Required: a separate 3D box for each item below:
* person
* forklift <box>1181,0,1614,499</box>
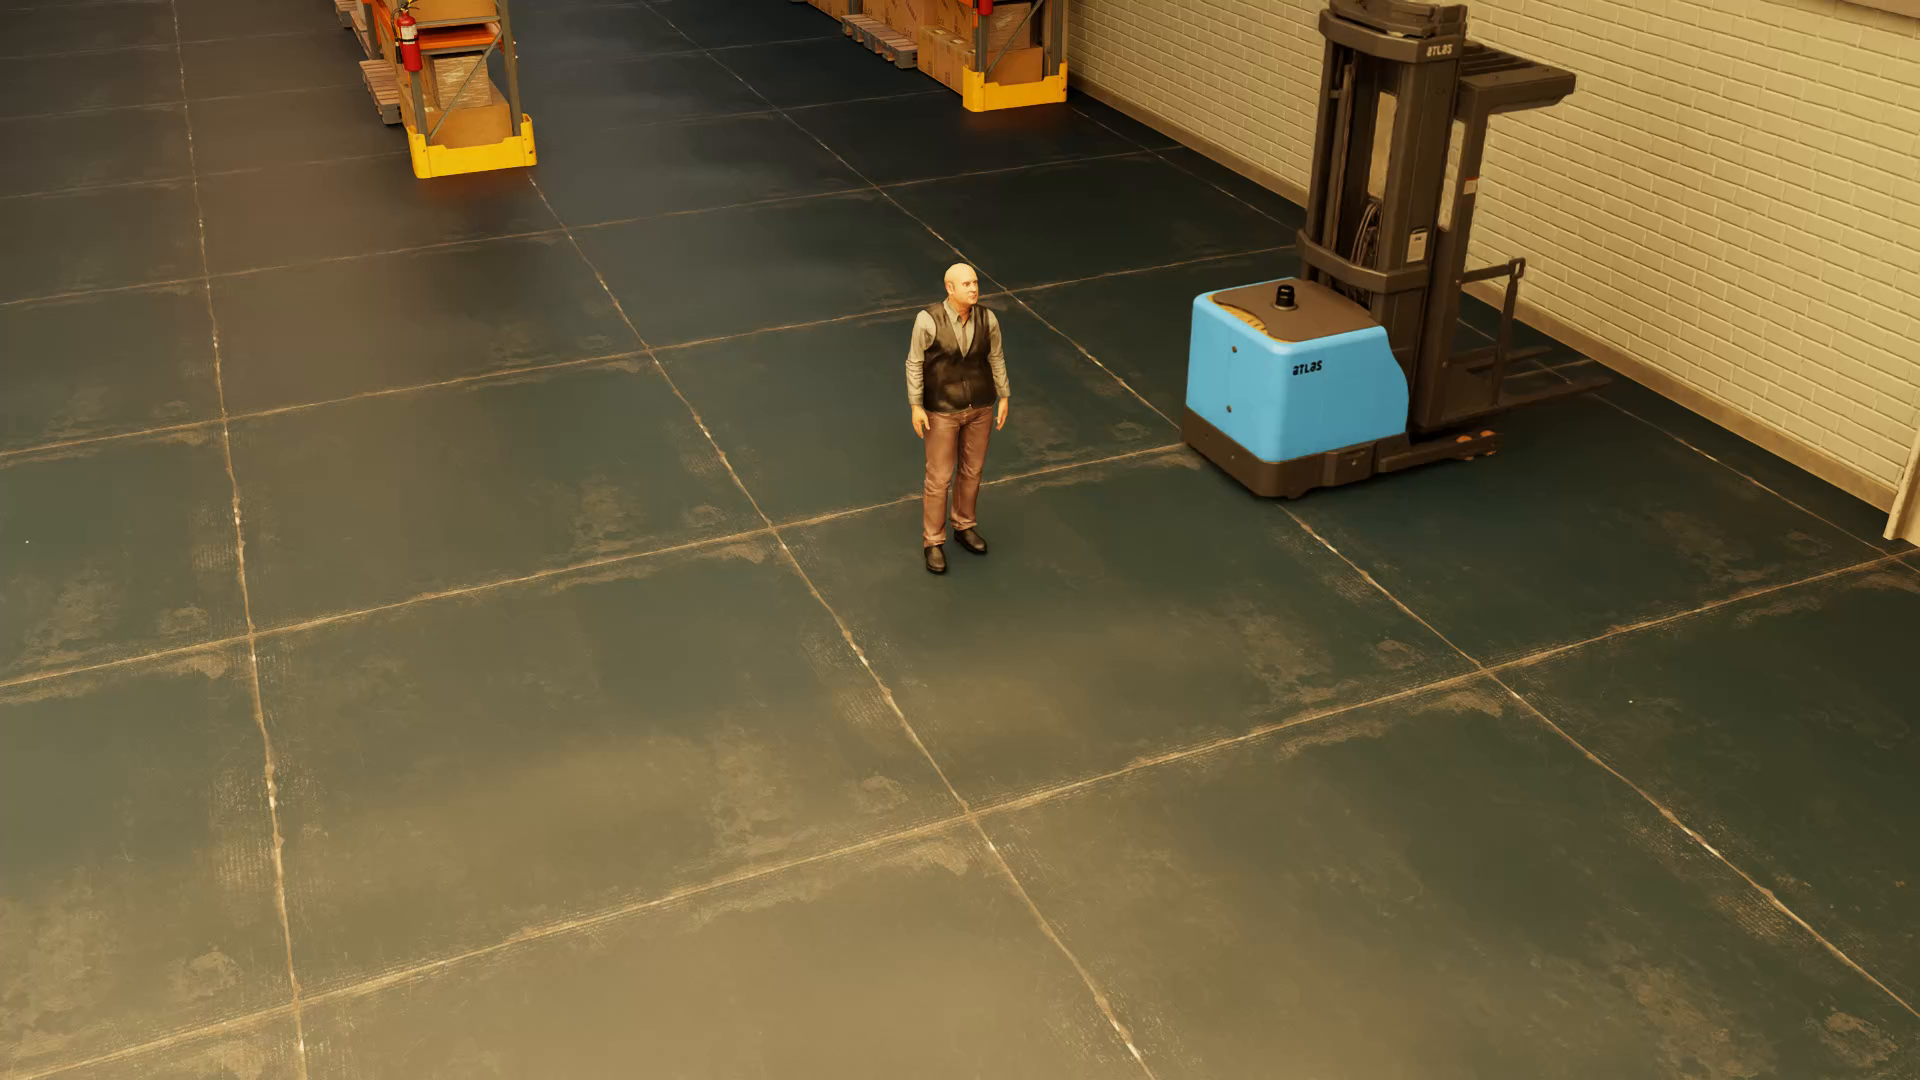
[{"bbox_3d":[0.017,-0.724,9.590,0.632,1.720,0.568,-12,32,-20],"label":"person"},{"bbox_3d":[3.039,-2.016,10.645,3.031,2.935,1.130,-13,32,-22],"label":"forklift"}]
